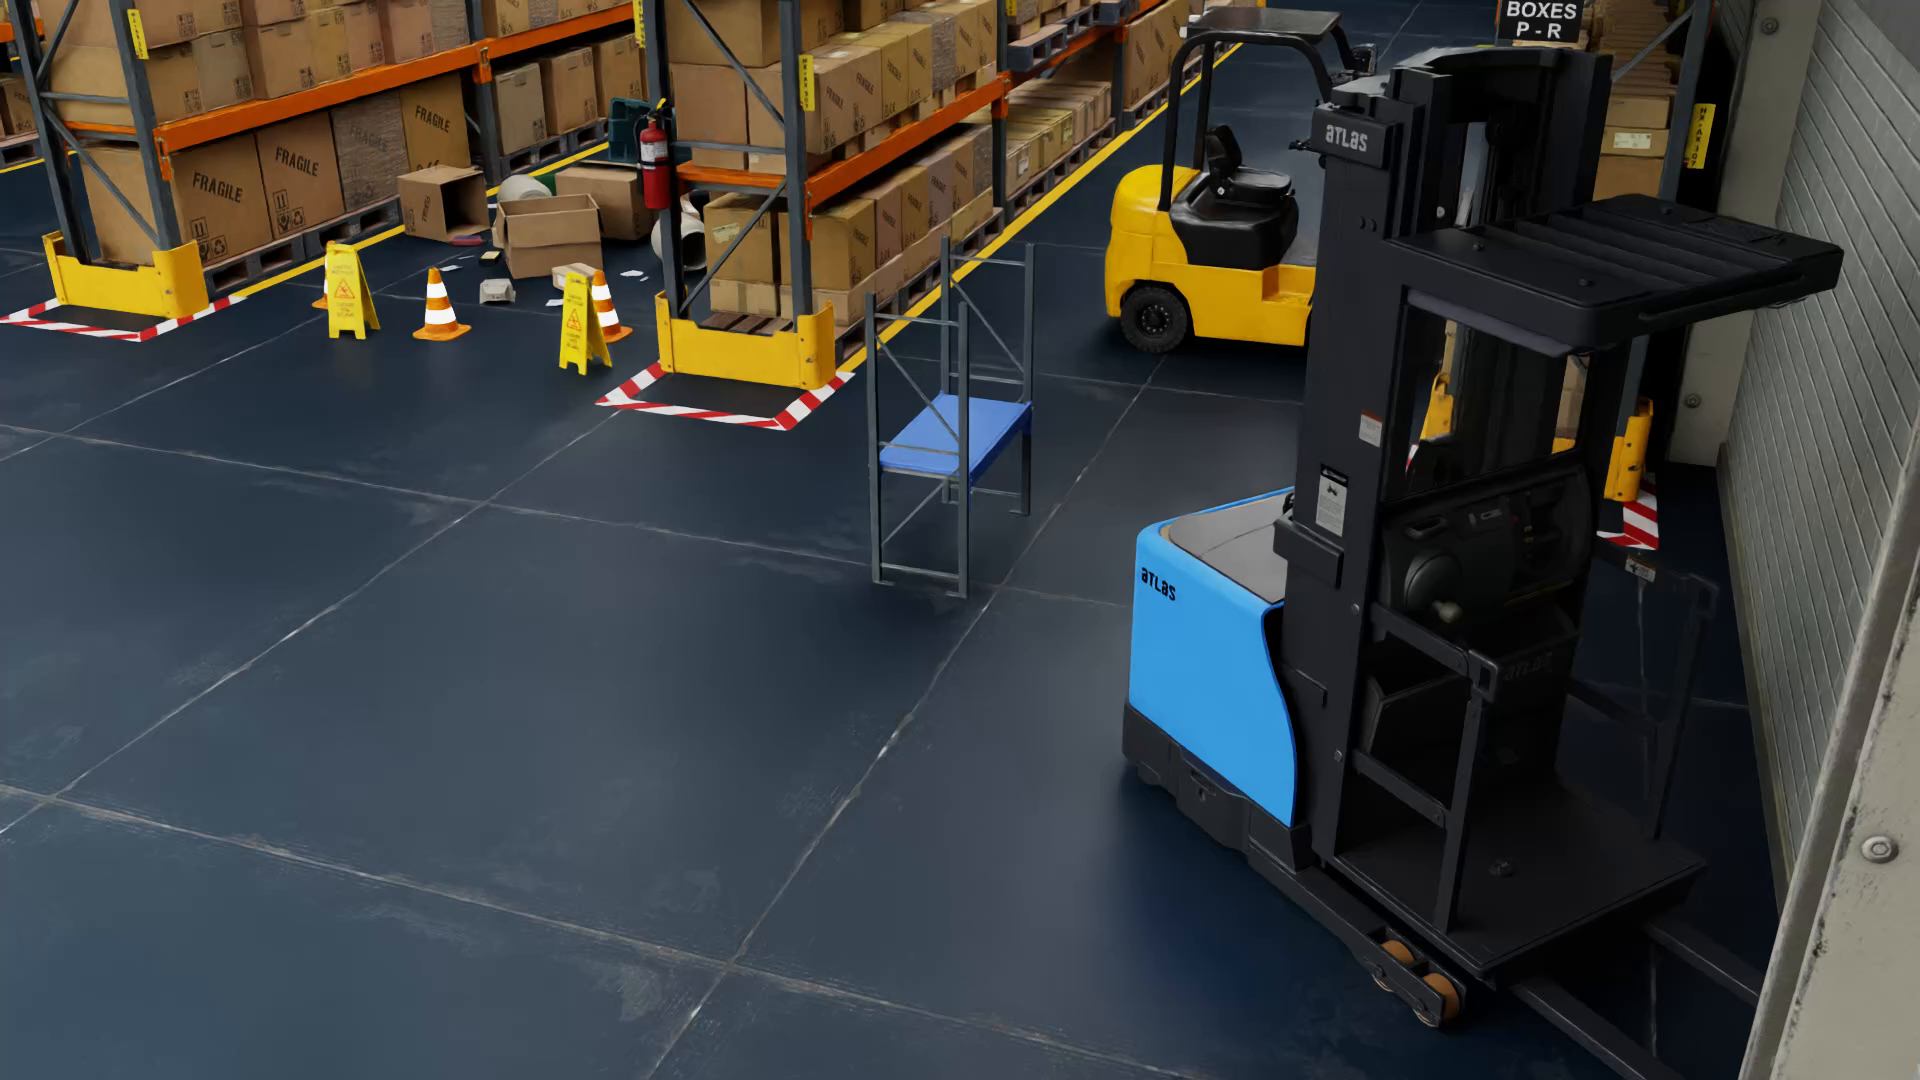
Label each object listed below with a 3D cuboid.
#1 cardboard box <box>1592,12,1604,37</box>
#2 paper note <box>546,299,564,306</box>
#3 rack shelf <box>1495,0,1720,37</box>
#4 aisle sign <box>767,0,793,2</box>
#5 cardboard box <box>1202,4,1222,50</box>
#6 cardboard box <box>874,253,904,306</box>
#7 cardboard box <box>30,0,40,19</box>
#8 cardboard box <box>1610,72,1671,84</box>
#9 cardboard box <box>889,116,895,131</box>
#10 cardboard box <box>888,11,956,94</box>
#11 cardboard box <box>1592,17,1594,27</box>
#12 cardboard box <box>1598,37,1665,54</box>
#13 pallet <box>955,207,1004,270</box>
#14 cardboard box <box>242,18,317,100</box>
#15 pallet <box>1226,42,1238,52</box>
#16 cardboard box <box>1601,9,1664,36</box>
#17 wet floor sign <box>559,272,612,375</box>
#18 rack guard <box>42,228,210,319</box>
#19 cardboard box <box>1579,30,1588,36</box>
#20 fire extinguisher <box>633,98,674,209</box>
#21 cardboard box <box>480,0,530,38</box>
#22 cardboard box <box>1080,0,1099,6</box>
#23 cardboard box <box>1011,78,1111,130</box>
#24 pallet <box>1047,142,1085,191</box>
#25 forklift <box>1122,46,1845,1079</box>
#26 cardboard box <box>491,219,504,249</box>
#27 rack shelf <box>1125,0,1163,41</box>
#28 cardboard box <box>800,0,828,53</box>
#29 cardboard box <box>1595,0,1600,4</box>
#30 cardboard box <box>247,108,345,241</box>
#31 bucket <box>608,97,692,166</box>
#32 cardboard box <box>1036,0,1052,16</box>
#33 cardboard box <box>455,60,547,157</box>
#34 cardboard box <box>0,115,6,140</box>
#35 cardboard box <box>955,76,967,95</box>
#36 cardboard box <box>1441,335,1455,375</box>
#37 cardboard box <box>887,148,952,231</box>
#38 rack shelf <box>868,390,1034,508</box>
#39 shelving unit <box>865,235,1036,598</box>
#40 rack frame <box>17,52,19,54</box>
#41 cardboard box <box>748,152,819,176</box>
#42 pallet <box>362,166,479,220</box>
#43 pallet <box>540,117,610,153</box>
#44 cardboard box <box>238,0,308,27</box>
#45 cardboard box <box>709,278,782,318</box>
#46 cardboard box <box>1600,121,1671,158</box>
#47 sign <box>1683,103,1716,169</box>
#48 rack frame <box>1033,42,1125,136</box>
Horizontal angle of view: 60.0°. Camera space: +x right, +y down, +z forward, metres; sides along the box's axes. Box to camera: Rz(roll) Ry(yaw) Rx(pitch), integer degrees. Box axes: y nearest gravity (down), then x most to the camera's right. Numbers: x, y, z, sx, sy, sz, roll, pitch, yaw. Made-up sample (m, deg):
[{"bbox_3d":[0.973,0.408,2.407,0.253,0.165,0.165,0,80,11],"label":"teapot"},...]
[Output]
[{"bbox_3d":[4.897,-3.811,12.321,0.380,0.149,0.250,8,27,16],"label":"cardboard box"},{"bbox_3d":[-2.998,-1.776,12.384,0.148,0.019,0.142,0,26,-1],"label":"paper note"},{"bbox_3d":[3.912,-3.565,10.055,1.077,0.370,4.000,9,27,17],"label":"rack shelf"},{"bbox_3d":[-1.164,-3.535,9.626,0.394,0.787,0.004,9,27,17],"label":"aisle sign"},{"bbox_3d":[2.868,-6.645,21.491,0.875,0.438,0.875,8,27,17],"label":"cardboard box"},{"bbox_3d":[-0.730,-1.887,11.879,0.500,0.250,0.500,10,27,19],"label":"cardboard box"},{"bbox_3d":[-9.244,-5.272,16.486,0.380,0.149,0.250,9,27,17],"label":"cardboard box"},{"bbox_3d":[3.753,-2.508,9.288,0.380,0.149,0.250,9,27,18],"label":"cardboard box"},{"bbox_3d":[-0.679,-2.961,11.712,0.380,0.149,0.250,10,27,19],"label":"cardboard box"},{"bbox_3d":[-0.351,-3.613,12.314,0.500,0.500,0.500,10,27,19],"label":"cardboard box"},{"bbox_3d":[5.165,-3.895,12.951,0.500,0.250,0.500,8,27,17],"label":"cardboard box"},{"bbox_3d":[4.186,-3.036,10.377,0.380,0.149,0.250,10,27,19],"label":"cardboard box"},{"bbox_3d":[-0.295,-2.543,13.760,1.003,0.211,1.213,9,27,17],"label":"pallet"},{"bbox_3d":[-5.589,-3.780,12.942,0.875,0.550,0.550,9,27,17],"label":"cardboard box"},{"bbox_3d":[3.289,-6.916,22.792,1.003,0.211,1.213,9,27,17],"label":"pallet"},{"bbox_3d":[4.634,-3.560,11.460,0.380,0.149,0.250,8,27,16],"label":"cardboard box"},{"bbox_3d":[-2.508,-1.453,11.011,0.267,0.644,0.232,20,32,35],"label":"wet floor sign"},{"bbox_3d":[-6.145,-1.977,12.259,1.175,0.500,0.348,9,27,17],"label":"rack guard"},{"bbox_3d":[3.838,-3.203,10.723,0.380,0.149,0.250,9,27,17],"label":"cardboard box"},{"bbox_3d":[-1.908,-2.421,10.396,0.296,0.674,0.183,9,27,17],"label":"fire extinguisher"},{"bbox_3d":[-4.377,-4.978,15.474,0.500,0.500,0.500,9,27,18],"label":"cardboard box"},{"bbox_3d":[1.107,-5.182,15.817,0.380,0.149,0.250,9,27,18],"label":"cardboard box"},{"bbox_3d":[1.029,-4.499,17.133,0.950,0.372,0.625,7,27,14],"label":"cardboard box"},{"bbox_3d":[0.557,-3.647,16.041,1.003,0.211,1.213,9,27,17],"label":"pallet"},{"bbox_3d":[1.844,0.044,5.297,1.130,2.935,3.031,-14,29,-27],"label":"forklift"},{"bbox_3d":[-3.641,-2.552,13.715,0.396,0.266,0.258,14,29,26],"label":"cardboard box"},{"bbox_3d":[1.892,-6.221,18.983,1.077,0.370,4.000,9,27,17],"label":"rack shelf"},{"bbox_3d":[-1.296,-3.513,10.960,0.700,0.500,0.500,9,27,18],"label":"cardboard box"},{"bbox_3d":[5.498,-4.545,13.836,0.380,0.149,0.250,10,27,19],"label":"cardboard box"},{"bbox_3d":[-5.683,-2.995,13.449,0.875,0.875,0.875,8,27,17],"label":"cardboard box"},{"bbox_3d":[-2.677,-3.576,14.706,0.726,0.611,0.620,20,22,35],"label":"bucket"},{"bbox_3d":[0.488,-4.804,14.292,0.500,0.500,0.500,9,27,18],"label":"cardboard box"},{"bbox_3d":[-4.684,-4.200,16.083,1.050,0.750,0.750,9,27,17],"label":"cardboard box"},{"bbox_3d":[-9.804,-4.185,16.339,0.500,0.500,0.500,19,32,34],"label":"cardboard box"},{"bbox_3d":[-0.161,-3.591,13.012,0.380,0.149,0.250,9,27,18],"label":"cardboard box"},{"bbox_3d":[3.113,-1.139,9.760,0.500,0.250,0.500,8,27,17],"label":"cardboard box"},{"bbox_3d":[-0.385,-2.667,12.629,0.500,0.500,0.500,10,28,20],"label":"cardboard box"},{"bbox_3d":[-0.028,-0.478,8.429,0.538,0.185,1.000,9,27,17],"label":"rack shelf"},{"bbox_3d":[-0.028,-0.640,8.351,0.538,1.500,1.048,9,27,17],"label":"shelving unit"},{"bbox_3d":[-12.789,-7.879,21.580,1.000,3.000,0.127,9,27,17],"label":"rack frame"},{"bbox_3d":[-1.127,-2.432,10.619,0.380,0.149,0.250,9,27,18],"label":"cardboard box"},{"bbox_3d":[-5.133,-3.199,15.116,1.003,0.211,1.213,9,27,17],"label":"pallet"},{"bbox_3d":[-4.216,-4.332,17.454,1.003,0.211,1.213,9,27,17],"label":"pallet"},{"bbox_3d":[-5.567,-4.262,12.699,0.875,0.550,0.550,9,27,17],"label":"cardboard box"},{"bbox_3d":[-1.412,-1.768,11.633,0.500,0.250,0.500,9,27,17],"label":"cardboard box"},{"bbox_3d":[3.604,-2.156,8.902,0.380,0.149,0.250,8,27,16],"label":"cardboard box"},{"bbox_3d":[3.768,-2.060,8.477,0.100,0.325,0.005,9,27,17],"label":"sign"},{"bbox_3d":[1.226,-5.723,17.128,1.000,3.000,0.127,9,27,17],"label":"rack frame"}]
